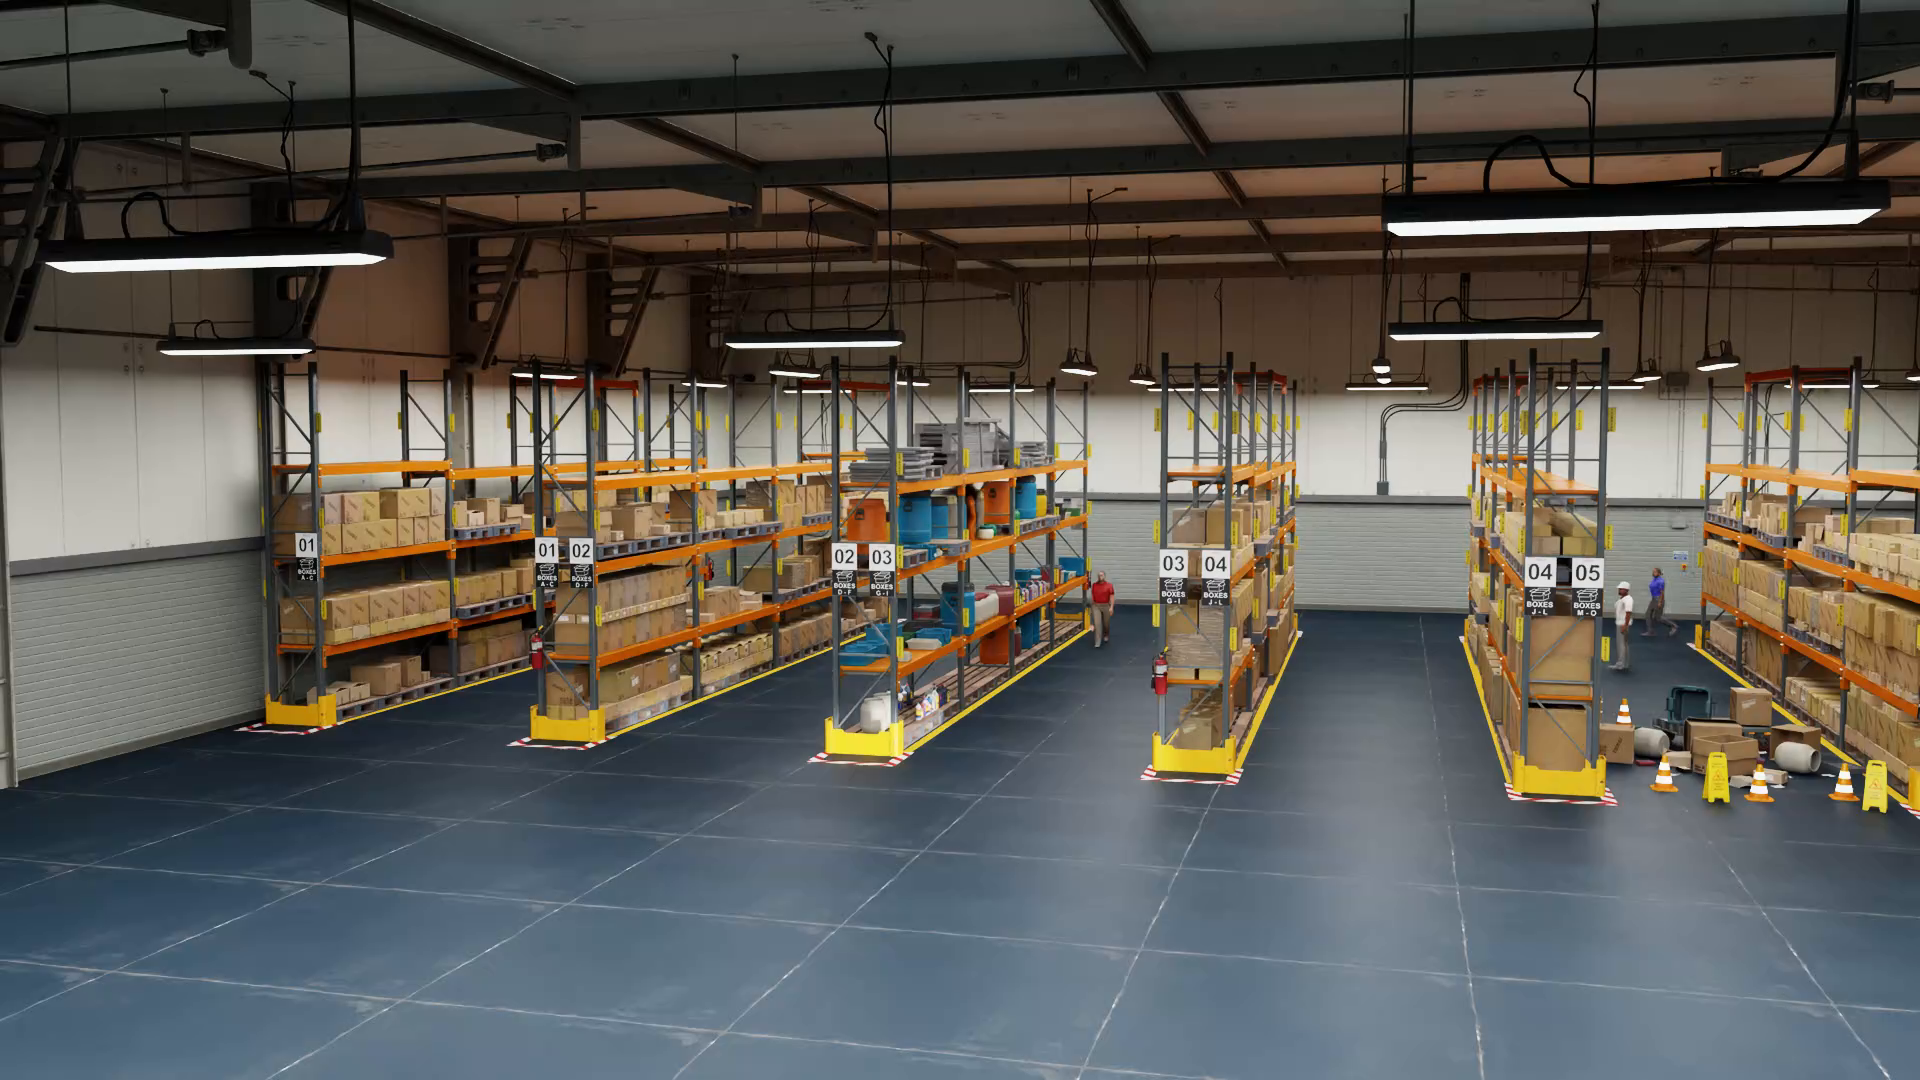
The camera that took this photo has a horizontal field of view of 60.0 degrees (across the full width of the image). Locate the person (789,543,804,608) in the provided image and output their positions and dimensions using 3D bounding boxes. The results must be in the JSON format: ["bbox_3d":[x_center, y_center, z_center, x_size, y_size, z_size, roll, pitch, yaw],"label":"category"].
[{"bbox_3d":[-4.377,0.958,44.670,0.549,1.765,0.631,1,4,20],"label":"person"}]

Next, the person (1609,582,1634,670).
[{"bbox_3d":[13.526,1.739,33.959,0.443,1.769,0.625,2,5,30],"label":"person"}]

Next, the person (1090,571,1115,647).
[{"bbox_3d":[3.187,1.535,37.272,0.550,1.681,0.980,0,4,3],"label":"person"}]

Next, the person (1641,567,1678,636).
[{"bbox_3d":[16.334,1.447,38.829,0.775,1.618,0.478,1,4,7],"label":"person"}]
